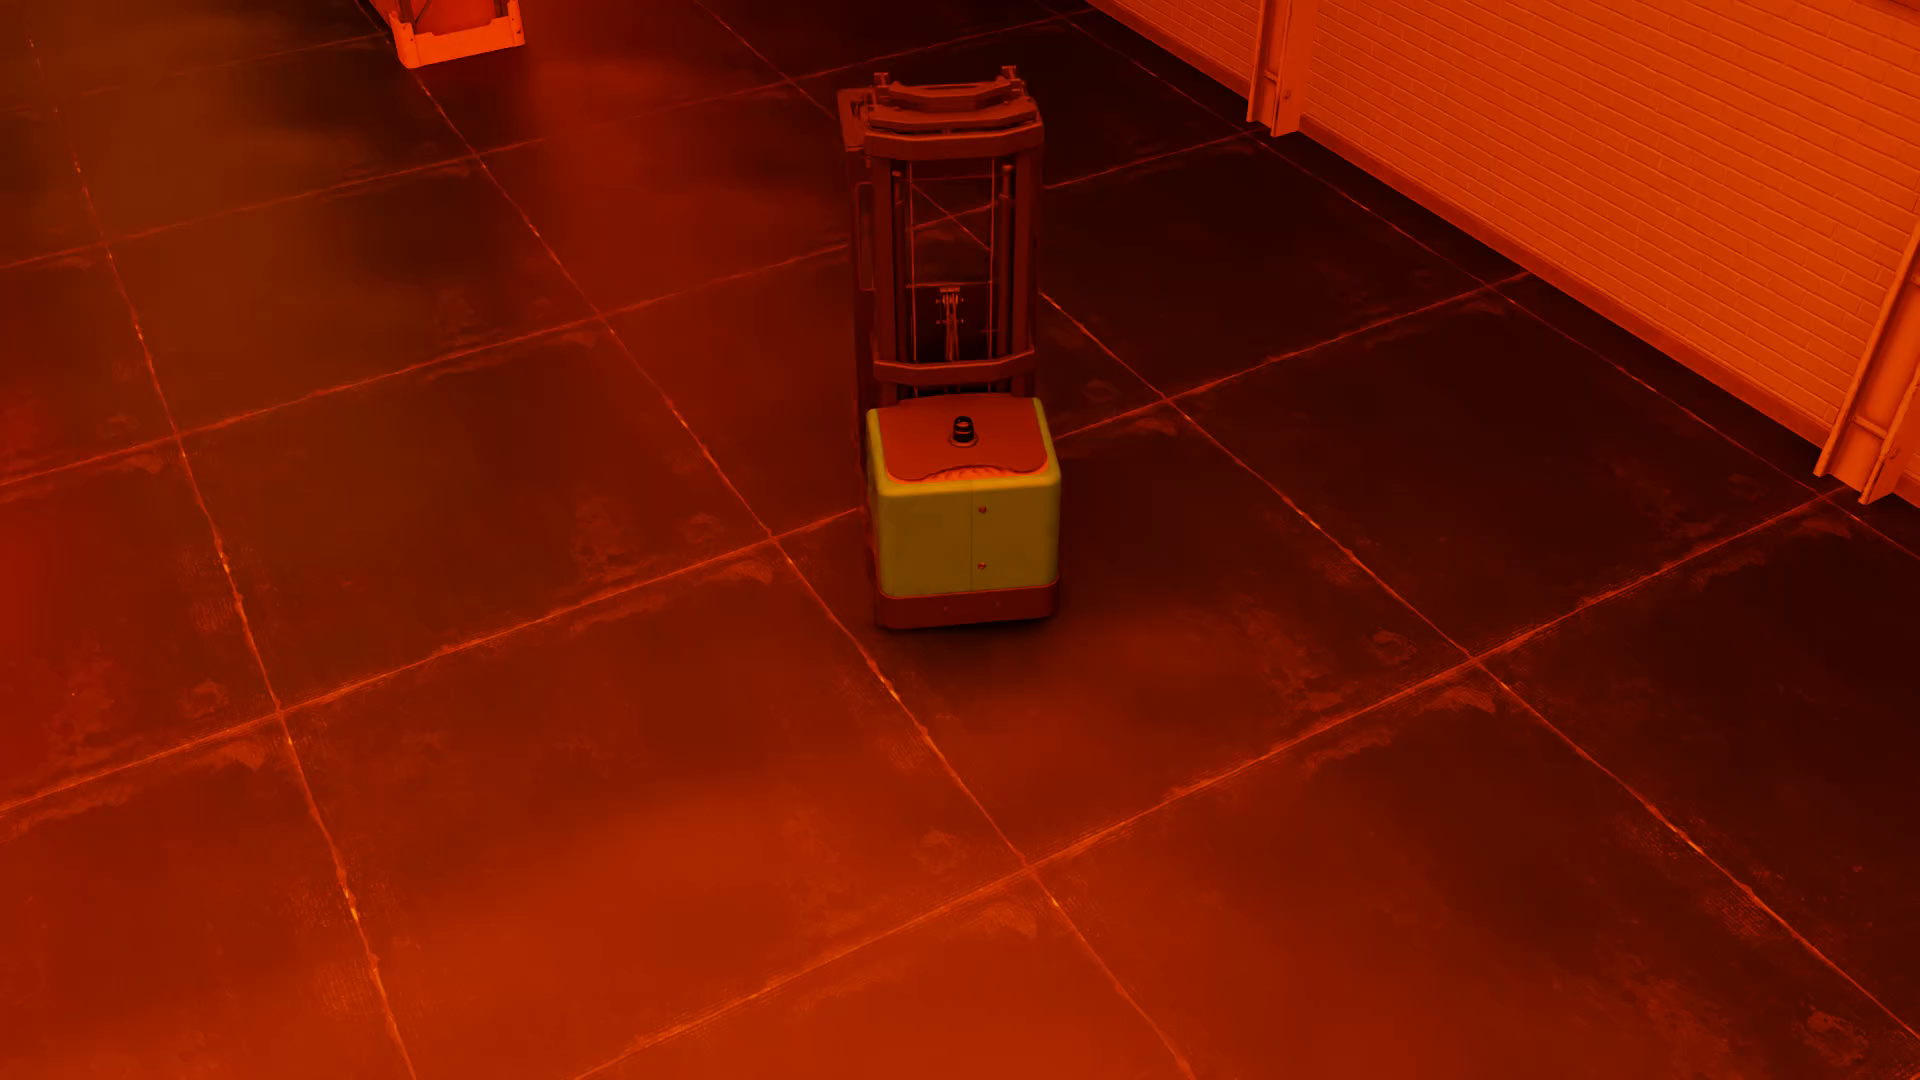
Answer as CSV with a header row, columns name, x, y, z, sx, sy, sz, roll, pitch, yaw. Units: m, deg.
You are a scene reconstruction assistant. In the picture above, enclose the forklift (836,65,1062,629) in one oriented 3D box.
name,x,y,z,sx,sy,sz,roll,pitch,yaw
forklift,-0.118,-1.548,9.903,1.130,2.935,3.031,-4,40,-5
